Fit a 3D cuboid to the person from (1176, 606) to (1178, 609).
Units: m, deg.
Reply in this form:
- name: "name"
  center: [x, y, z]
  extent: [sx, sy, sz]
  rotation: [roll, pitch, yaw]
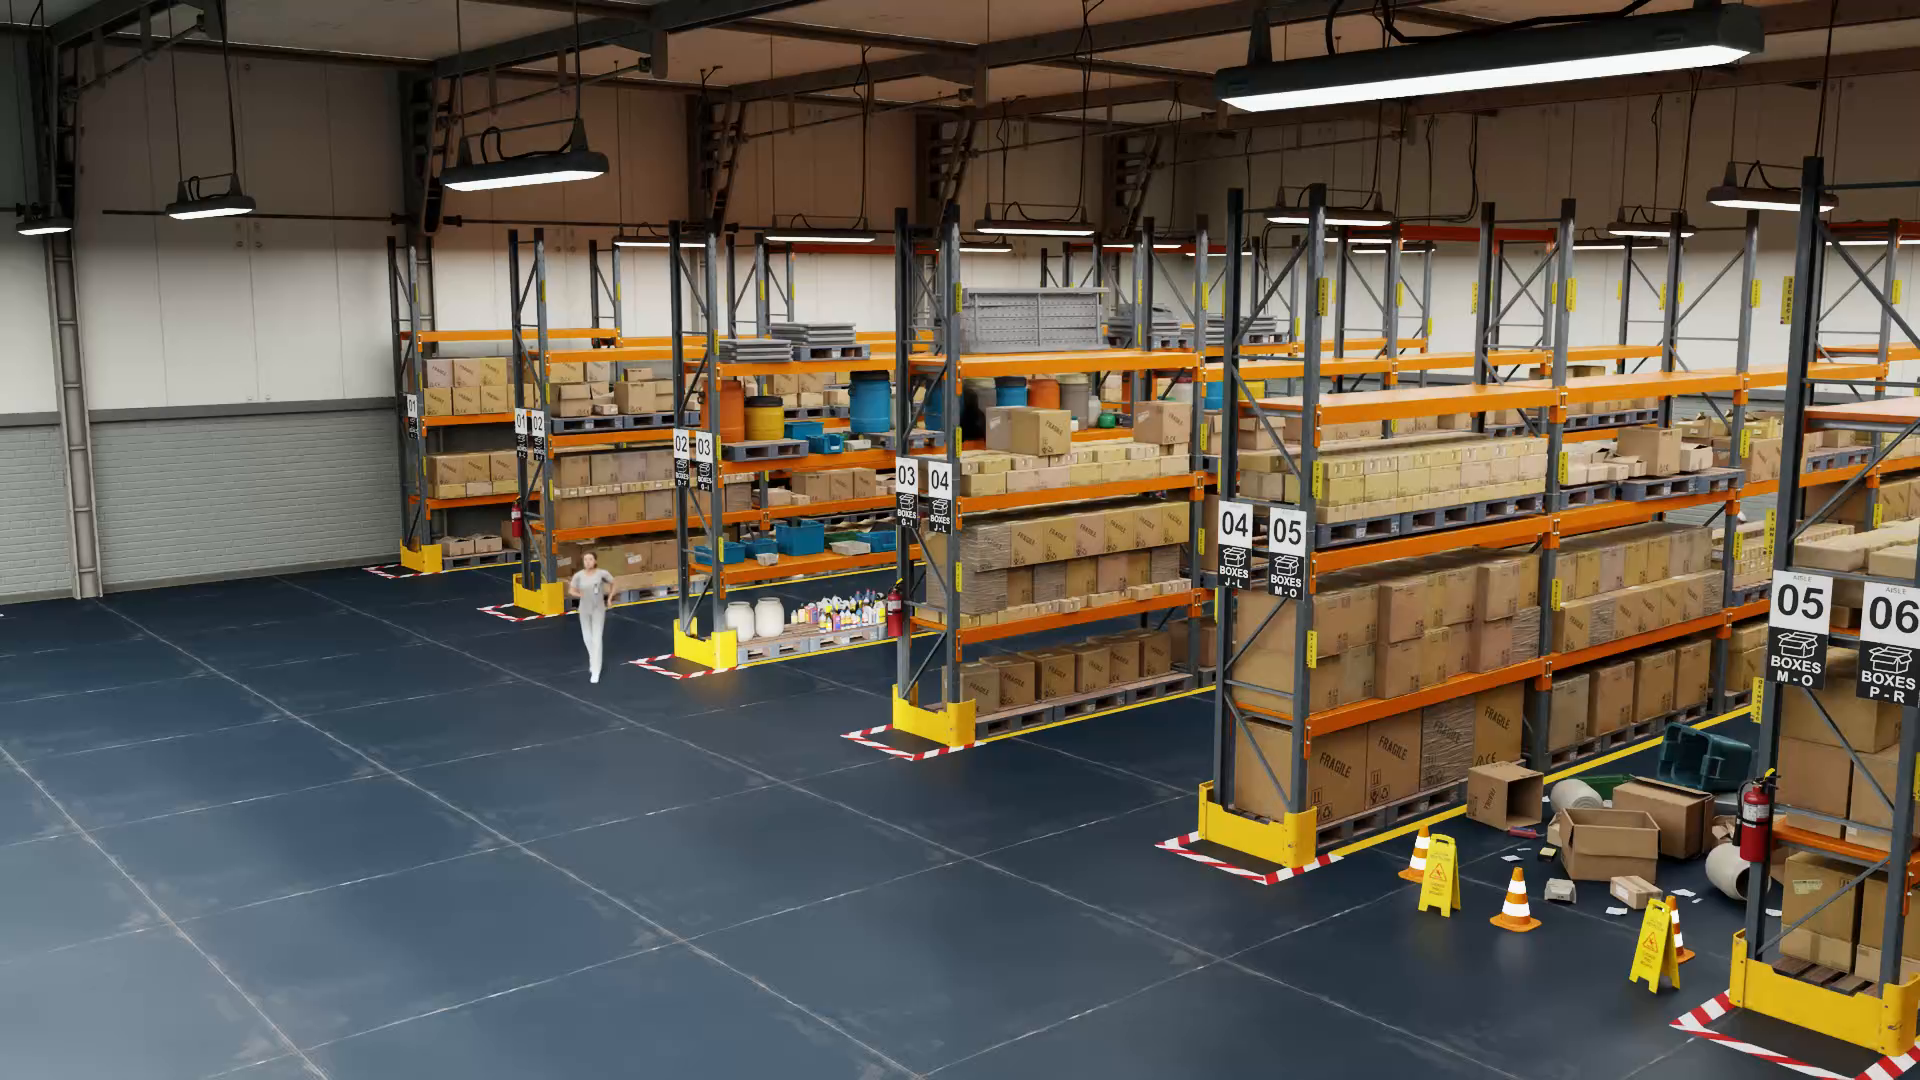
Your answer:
- name: "person"
  center: [3.311, 0.278, 25.699]
  extent: [0.707, 1.712, 0.753]
  rotation: [7, 11, 39]

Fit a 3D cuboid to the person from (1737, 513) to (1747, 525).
- name: "person"
  center: [11.627, 0.472, 24.847]
  extent: [0.997, 1.792, 0.681]
  rotation: [-7, 11, -39]

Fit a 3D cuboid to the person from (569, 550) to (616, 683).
- name: "person"
  center: [-4.842, 0.966, 21.855]
  extent: [0.574, 1.681, 0.858]
  rotation: [0, 9, 1]
